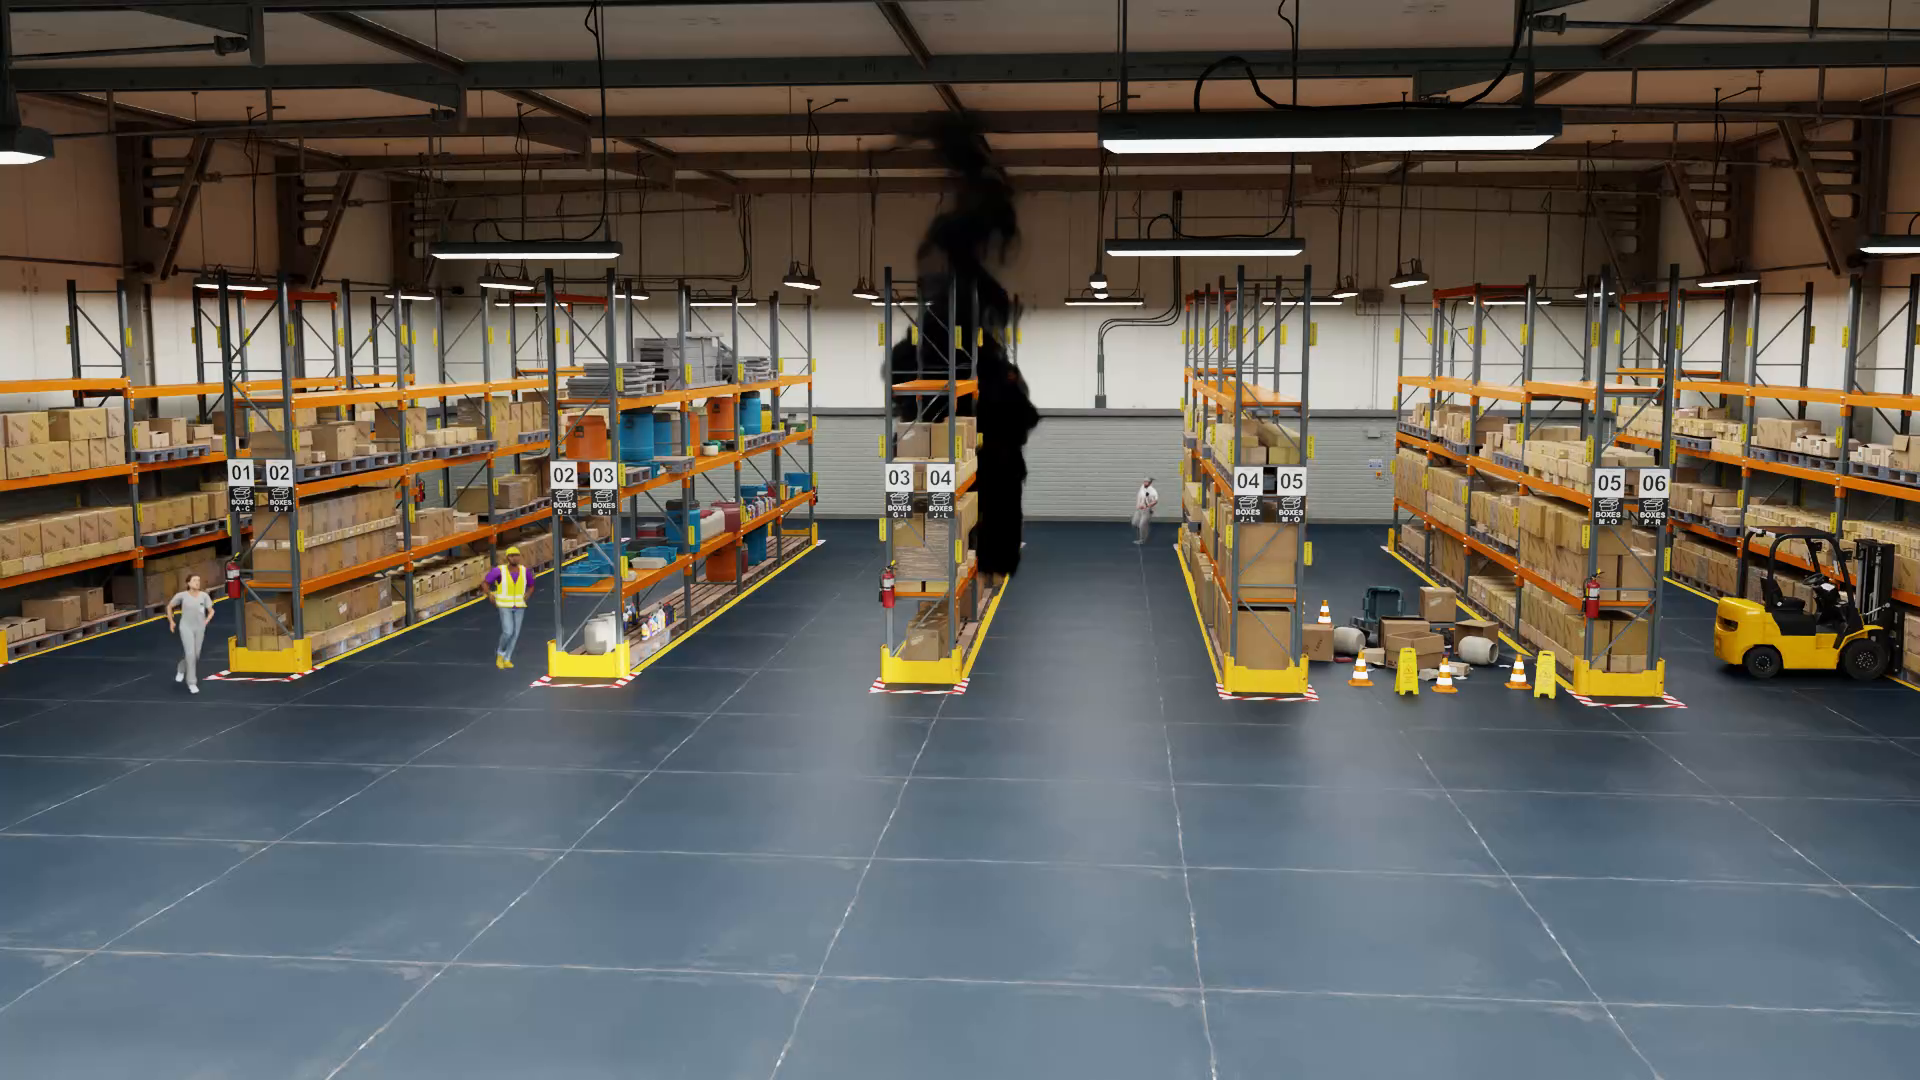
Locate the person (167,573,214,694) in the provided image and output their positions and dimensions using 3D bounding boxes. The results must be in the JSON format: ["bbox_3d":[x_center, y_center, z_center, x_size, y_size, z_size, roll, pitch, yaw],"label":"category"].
[{"bbox_3d":[-10.972,1.305,23.801,0.604,1.660,0.826,-6,9,-41],"label":"person"}]

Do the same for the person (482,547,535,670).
[{"bbox_3d":[-6.405,0.979,23.806,0.734,1.766,0.501,-5,8,-33],"label":"person"}]

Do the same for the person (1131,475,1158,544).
[{"bbox_3d":[4.497,-0.731,40.329,0.597,1.706,0.746,-5,9,-37],"label":"person"}]
